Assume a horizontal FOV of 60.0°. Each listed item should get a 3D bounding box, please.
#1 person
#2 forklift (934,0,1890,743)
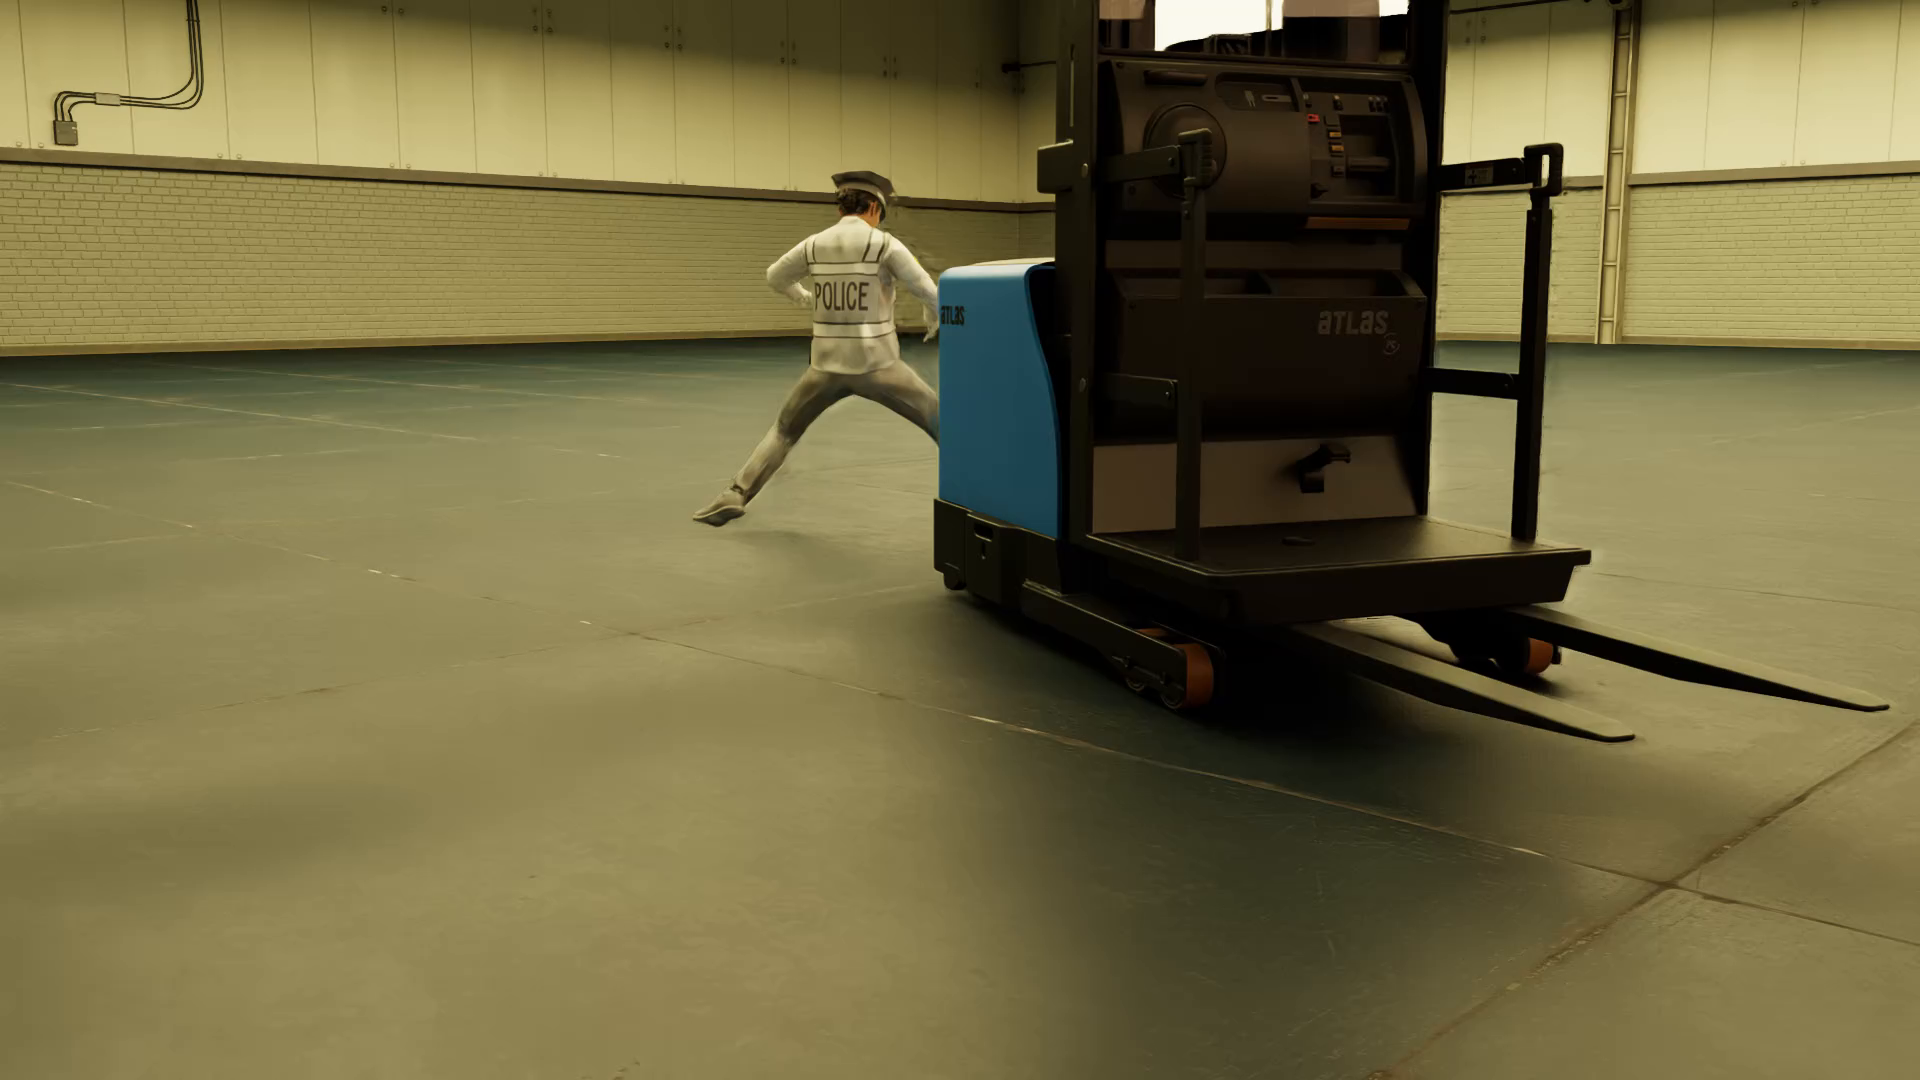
[{"bbox_3d":[-0.431,-0.780,6.943,1.248,1.470,0.776,3,9,20],"label":"person"},{"bbox_3d":[0.910,-1.109,4.236,1.130,2.935,3.031,-3,9,-21],"label":"forklift"}]
